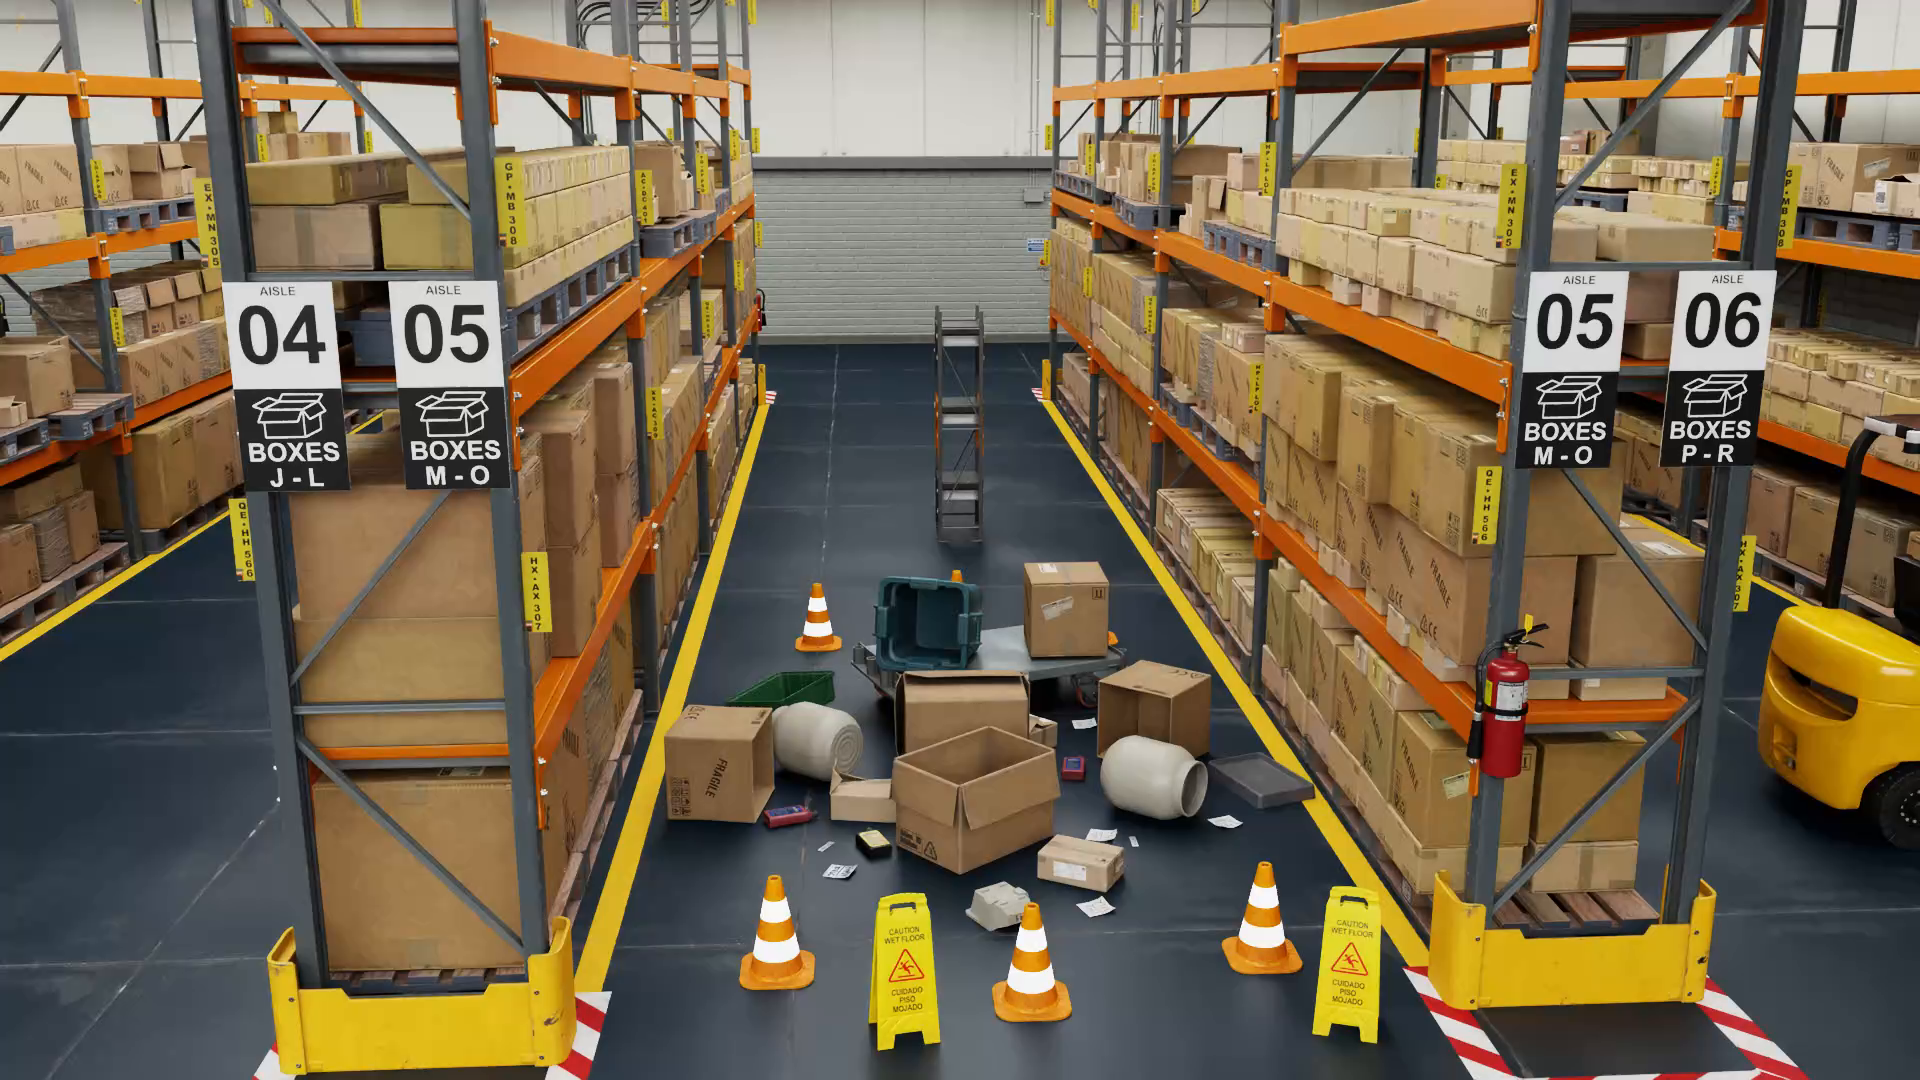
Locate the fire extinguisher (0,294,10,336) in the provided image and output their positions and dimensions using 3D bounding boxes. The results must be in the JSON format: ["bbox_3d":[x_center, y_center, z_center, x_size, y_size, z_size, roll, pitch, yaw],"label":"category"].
[{"bbox_3d":[-12.665,-3.007,21.823,0.296,0.674,0.183,-1,14,-3],"label":"fire extinguisher"}]

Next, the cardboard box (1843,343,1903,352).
[{"bbox_3d":[7.503,-1.528,13.668,0.380,0.149,0.250,-1,14,-4],"label":"cardboard box"}]

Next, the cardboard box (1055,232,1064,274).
[{"bbox_3d":[1.510,-3.691,21.368,0.500,0.500,0.500,-1,14,-5],"label":"cardboard box"}]

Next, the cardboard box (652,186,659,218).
[{"bbox_3d":[-2.370,-2.433,11.891,0.396,0.266,0.258,-1,14,-3],"label":"cardboard box"}]

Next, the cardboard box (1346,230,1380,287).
[{"bbox_3d":[2.315,-1.458,8.581,0.500,0.250,0.500,-1,14,-3],"label":"cardboard box"}]

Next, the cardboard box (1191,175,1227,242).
[{"bbox_3d":[2.269,-2.686,13.449,0.700,0.500,0.500,-1,14,-3],"label":"cardboard box"}]

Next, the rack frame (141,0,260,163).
[{"bbox_3d":[-7.918,-5.168,17.277,1.000,3.000,0.127,-1,14,-3],"label":"rack frame"}]

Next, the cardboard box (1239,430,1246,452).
[{"bbox_3d":[2.162,-0.697,11.602,0.380,0.149,0.250,-1,14,-5],"label":"cardboard box"}]

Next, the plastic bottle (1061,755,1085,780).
[{"bbox_3d":[0.677,1.347,9.892,0.133,0.061,0.283,2,15,6],"label":"plastic bottle"}]

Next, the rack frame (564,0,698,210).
[{"bbox_3d":[-2.714,-4.225,13.610,1.000,3.000,0.127,-1,14,-3],"label":"rack frame"}]

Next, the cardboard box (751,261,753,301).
[{"bbox_3d":[-2.898,-3.265,21.124,0.500,0.500,0.500,-1,14,-4],"label":"cardboard box"}]

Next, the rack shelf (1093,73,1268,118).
[{"bbox_3d":[2.097,-4.282,16.078,1.077,0.370,4.000,-1,14,-3],"label":"rack shelf"}]

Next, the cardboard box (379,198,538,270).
[{"bbox_3d":[-1.992,-1.230,6.650,0.500,0.250,0.500,-1,14,-4],"label":"cardboard box"}]

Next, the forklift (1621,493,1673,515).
[{"bbox_3d":[5.373,-1.693,15.950,3.031,2.935,1.130,8,16,27],"label":"forklift"}]

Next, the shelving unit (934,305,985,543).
[{"bbox_3d":[-0.010,-1.058,15.148,0.431,2.100,0.503,-1,14,-3],"label":"shelving unit"}]

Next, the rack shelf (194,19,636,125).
[{"bbox_3d":[-2.342,-2.190,7.950,1.077,0.370,4.000,-1,14,-3],"label":"rack shelf"}]

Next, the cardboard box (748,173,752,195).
[{"bbox_3d":[-2.878,-4.453,20.819,0.500,0.250,0.500,-1,14,-3],"label":"cardboard box"}]

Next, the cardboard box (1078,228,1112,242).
[{"bbox_3d":[1.620,-3.653,19.919,0.380,0.149,0.250,-1,14,-5],"label":"cardboard box"}]

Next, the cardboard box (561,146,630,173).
[{"bbox_3d":[-2.125,-2.207,9.650,0.380,0.149,0.250,-1,14,-4],"label":"cardboard box"}]

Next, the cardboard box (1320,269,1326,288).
[{"bbox_3d":[2.329,-1.550,9.738,0.380,0.149,0.250,-1,14,-3],"label":"cardboard box"}]

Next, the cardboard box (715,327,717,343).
[{"bbox_3d":[-2.694,-2.111,17.097,0.380,0.149,0.250,-2,15,-6],"label":"cardboard box"}]

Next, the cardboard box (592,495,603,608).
[{"bbox_3d":[-2.325,0.097,8.551,0.875,0.550,0.500,-1,14,-3],"label":"cardboard box"}]

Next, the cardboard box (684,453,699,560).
[{"bbox_3d":[-2.766,-0.280,13.992,1.050,0.750,0.750,-1,14,-4],"label":"cardboard box"}]

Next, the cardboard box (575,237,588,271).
[{"bbox_3d":[-2.014,-1.380,8.034,0.380,0.149,0.250,-1,14,-3],"label":"cardboard box"}]

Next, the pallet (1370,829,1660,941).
[{"bbox_3d":[2.697,1.698,8.228,1.003,0.211,1.213,-1,14,-3],"label":"pallet"}]

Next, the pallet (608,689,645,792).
[{"bbox_3d":[-2.497,1.216,10.099,1.003,0.211,1.213,-1,14,-3],"label":"pallet"}]

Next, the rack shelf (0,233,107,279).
[{"bbox_3d":[-7.546,-1.875,11.941,1.077,0.370,4.000,-1,14,-3],"label":"rack shelf"}]

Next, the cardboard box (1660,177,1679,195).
[{"bbox_3d":[6.866,-3.348,15.722,0.380,0.149,0.250,-1,14,-3],"label":"cardboard box"}]

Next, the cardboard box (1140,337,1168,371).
[{"bbox_3d":[1.937,-1.707,15.162,0.500,0.250,0.500,-1,14,-4],"label":"cardboard box"}]

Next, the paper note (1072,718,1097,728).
[{"bbox_3d":[0.799,1.170,10.641,0.148,0.019,0.142,-1,14,-3],"label":"paper note"}]

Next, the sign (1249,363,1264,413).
[{"bbox_3d":[1.915,-0.977,10.705,0.100,0.325,0.005,-1,14,-3],"label":"sign"}]

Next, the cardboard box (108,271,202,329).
[{"bbox_3d":[-7.785,-2.313,16.006,0.797,0.503,0.637,0,14,-2],"label":"cardboard box"}]

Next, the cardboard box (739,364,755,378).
[{"bbox_3d":[-2.822,-2.166,21.334,0.380,0.149,0.250,-1,14,-5],"label":"cardboard box"}]

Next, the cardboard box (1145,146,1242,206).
[{"bbox_3d":[2.047,-3.218,14.669,0.797,0.503,0.637,-2,15,-7],"label":"cardboard box"}]

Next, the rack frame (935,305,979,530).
[{"bbox_3d":[-0.025,-1.119,15.384,0.400,2.100,0.015,-1,14,-3],"label":"rack frame"}]

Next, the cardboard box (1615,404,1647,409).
[{"bbox_3d":[6.873,-1.316,17.218,0.380,0.149,0.250,-1,14,-3],"label":"cardboard box"}]

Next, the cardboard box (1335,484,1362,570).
[{"bbox_3d":[2.341,-0.130,8.937,0.500,0.500,0.500,-1,14,-3],"label":"cardboard box"}]

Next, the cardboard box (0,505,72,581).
[{"bbox_3d":[-7.562,0.034,13.233,0.700,0.500,0.500,-2,15,-8],"label":"cardboard box"}]

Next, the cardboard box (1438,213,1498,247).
[{"bbox_3d":[2.425,-1.420,7.632,0.380,0.149,0.250,-1,14,-3],"label":"cardboard box"}]

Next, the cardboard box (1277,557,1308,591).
[{"bbox_3d":[2.183,0.208,10.291,0.380,0.149,0.250,-1,14,-3],"label":"cardboard box"}]

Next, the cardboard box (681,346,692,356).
[{"bbox_3d":[-2.543,-1.668,14.779,0.380,0.149,0.250,0,14,-1],"label":"cardboard box"}]

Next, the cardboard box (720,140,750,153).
[{"bbox_3d":[-2.895,-5.046,21.320,0.380,0.149,0.250,-1,14,-4],"label":"cardboard box"}]

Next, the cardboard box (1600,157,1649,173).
[{"bbox_3d":[6.662,-3.757,16.676,0.380,0.149,0.250,-1,14,-3],"label":"cardboard box"}]

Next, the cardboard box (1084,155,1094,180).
[{"bbox_3d":[1.614,-4.209,18.795,0.396,0.266,0.258,0,14,-2],"label":"cardboard box"}]

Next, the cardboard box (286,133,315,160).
[{"bbox_3d":[-7.946,-4.475,19.360,0.700,0.500,0.500,0,14,-1],"label":"cardboard box"}]

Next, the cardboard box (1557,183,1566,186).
[{"bbox_3d":[6.647,-4.133,18.980,0.500,0.250,0.500,-1,14,-3],"label":"cardboard box"}]

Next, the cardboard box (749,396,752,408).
[{"bbox_3d":[-2.814,-1.751,20.913,0.380,0.149,0.250,-2,15,-6],"label":"cardboard box"}]

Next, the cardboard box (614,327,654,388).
[{"bbox_3d":[-2.567,-1.234,11.819,0.700,0.500,0.500,-1,14,-3],"label":"cardboard box"}]

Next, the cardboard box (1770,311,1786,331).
[{"bbox_3d":[7.299,-1.881,15.496,0.500,0.500,0.500,0,14,-1],"label":"cardboard box"}]

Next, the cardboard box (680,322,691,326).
[{"bbox_3d":[-2.568,-1.874,14.981,0.380,0.149,0.250,-1,14,-5],"label":"cardboard box"}]

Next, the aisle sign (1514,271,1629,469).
[{"bbox_3d":[2.431,-0.670,6.618,0.394,0.787,0.004,-1,14,-3],"label":"aisle sign"}]

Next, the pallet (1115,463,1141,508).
[{"bbox_3d":[2.175,-0.570,17.043,1.003,0.211,1.213,-1,14,-3],"label":"pallet"}]

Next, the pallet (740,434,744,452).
[{"bbox_3d":[-3.038,-1.130,19.219,1.003,0.211,1.213,-1,14,-3],"label":"pallet"}]

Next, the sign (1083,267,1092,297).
[{"bbox_3d":[1.419,-2.864,18.466,0.100,0.325,0.005,-1,14,-3],"label":"sign"}]

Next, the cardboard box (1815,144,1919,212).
[{"bbox_3d":[7.039,-2.814,12.904,0.500,0.500,0.500,-1,14,-2],"label":"cardboard box"}]

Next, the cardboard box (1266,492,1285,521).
[{"bbox_3d":[2.168,-0.221,10.594,0.380,0.149,0.250,-1,14,-4],"label":"cardboard box"}]

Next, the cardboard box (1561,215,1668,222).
[{"bbox_3d":[2.913,-1.366,7.422,0.380,0.149,0.250,-1,14,-3],"label":"cardboard box"}]

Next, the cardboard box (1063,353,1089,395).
[{"bbox_3d":[1.866,-2.210,22.120,0.875,0.438,0.875,-1,14,-5],"label":"cardboard box"}]
